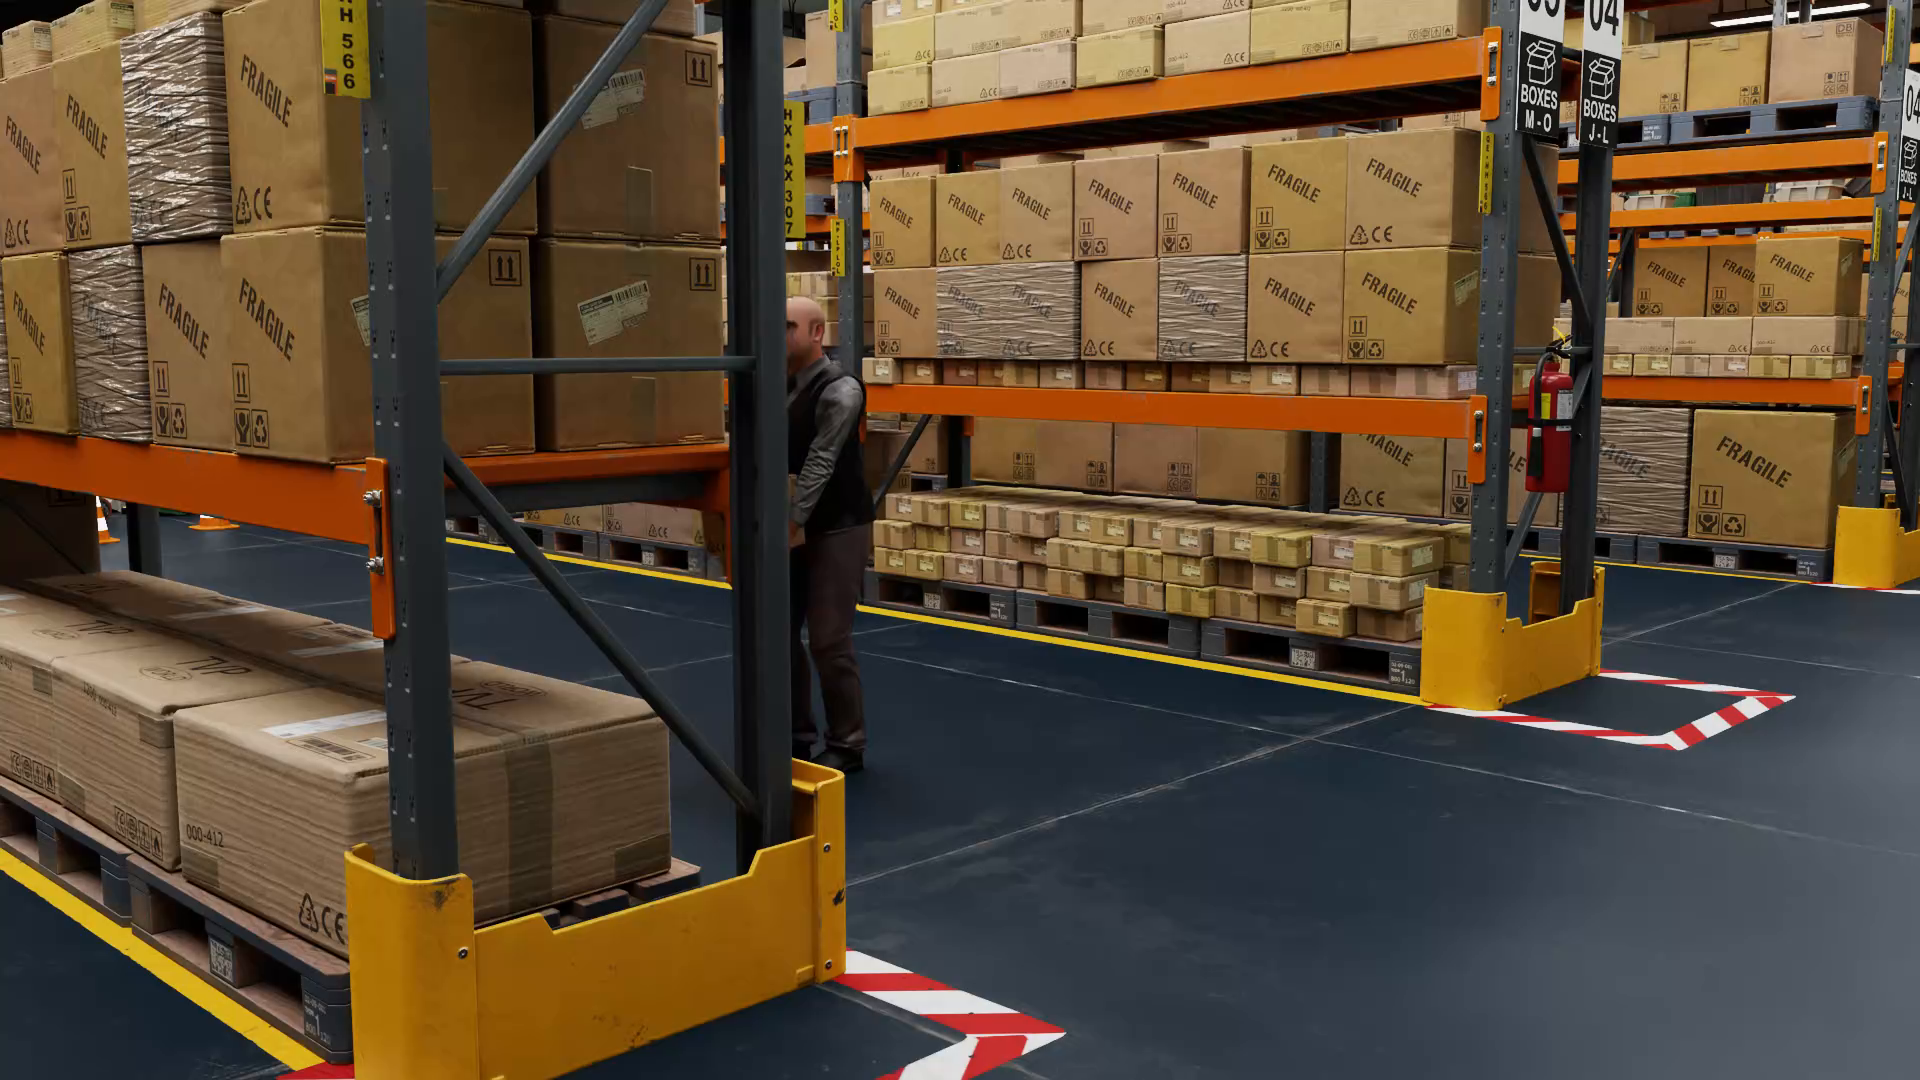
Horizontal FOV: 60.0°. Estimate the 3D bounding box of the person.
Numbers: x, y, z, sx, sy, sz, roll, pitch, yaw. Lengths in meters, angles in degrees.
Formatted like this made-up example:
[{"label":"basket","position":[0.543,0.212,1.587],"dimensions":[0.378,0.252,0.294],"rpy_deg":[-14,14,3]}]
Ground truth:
[{"label":"person","position":[-0.581,-0.006,5.958],"dimensions":[0.491,1.716,0.568],"rpy_deg":[6,9,42]}]
